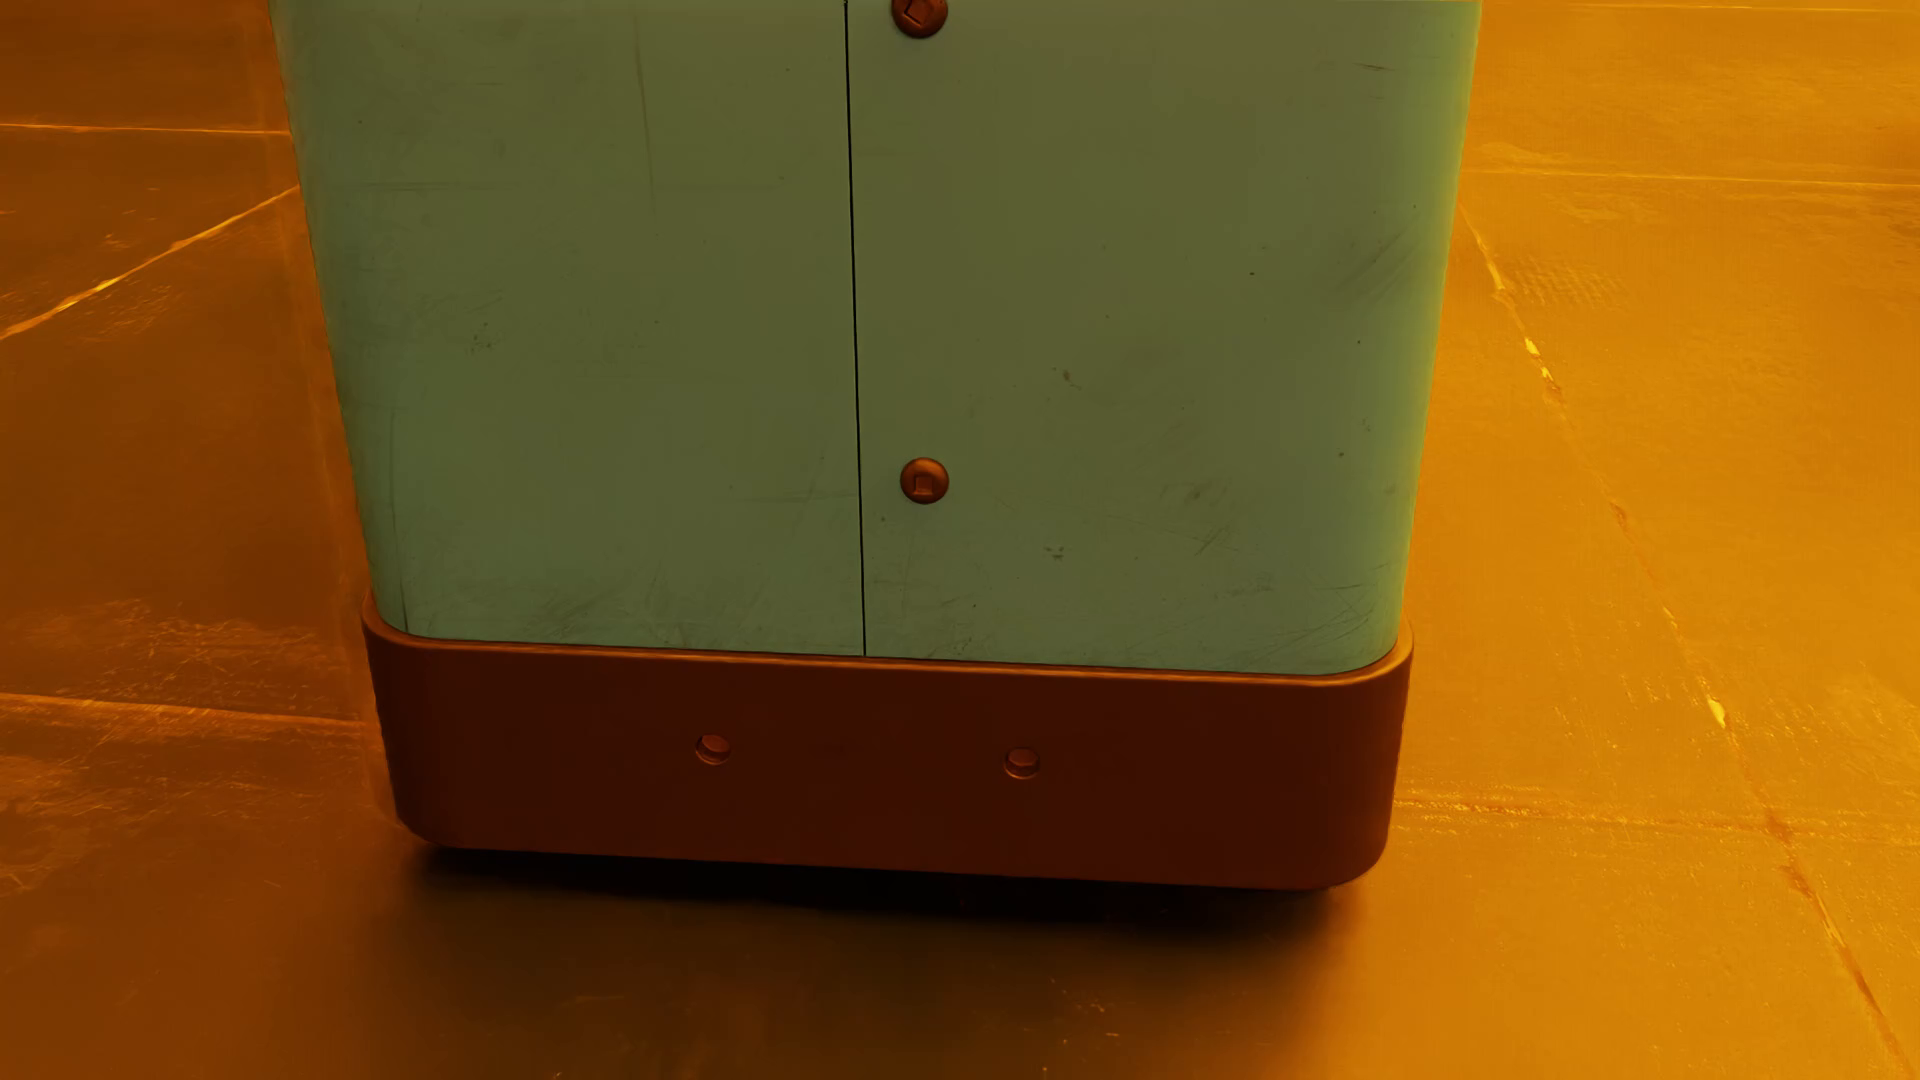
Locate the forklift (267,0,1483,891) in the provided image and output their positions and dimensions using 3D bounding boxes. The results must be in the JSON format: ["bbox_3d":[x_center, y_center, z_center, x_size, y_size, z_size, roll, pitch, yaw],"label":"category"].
[{"bbox_3d":[0.033,-1.589,2.402,1.130,2.935,3.031,2,27,4],"label":"forklift"}]
